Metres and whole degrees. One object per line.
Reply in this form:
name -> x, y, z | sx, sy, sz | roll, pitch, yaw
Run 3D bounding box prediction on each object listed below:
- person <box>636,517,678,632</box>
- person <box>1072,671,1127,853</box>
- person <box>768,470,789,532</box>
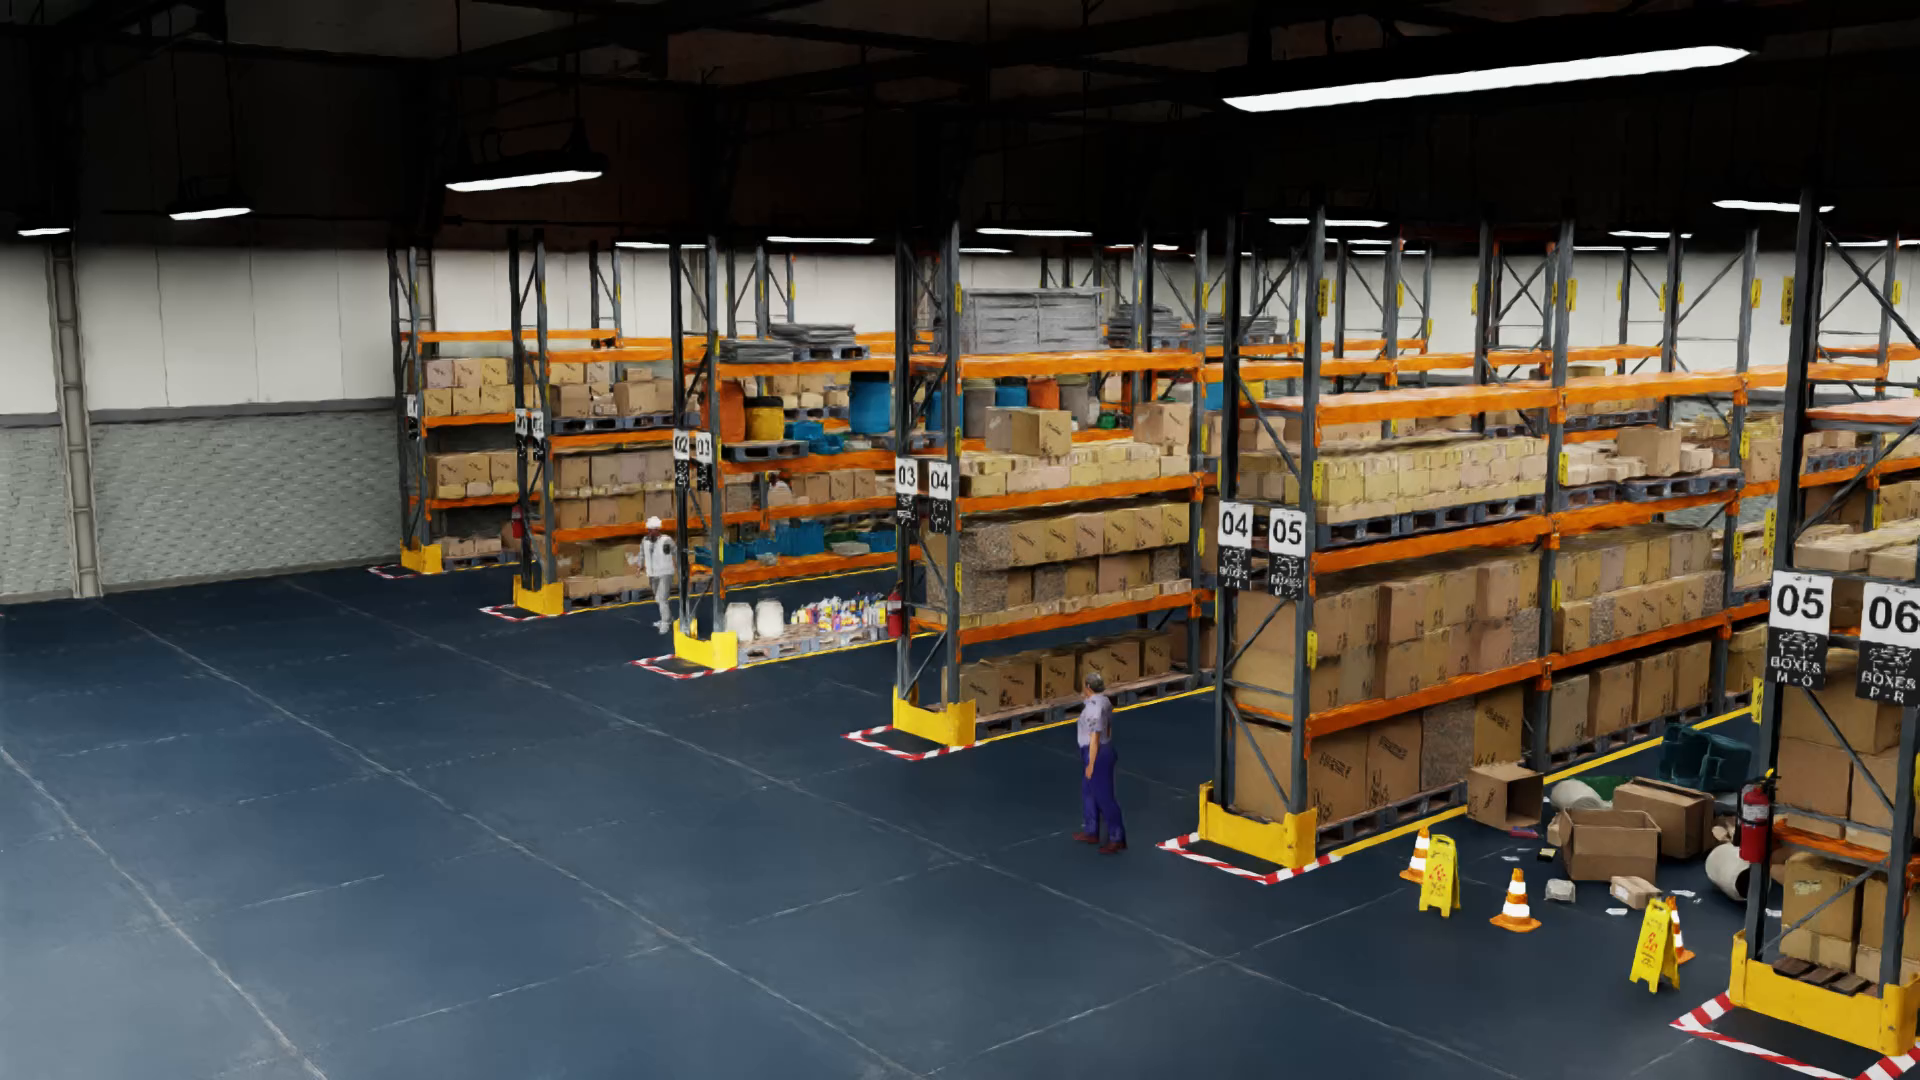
person -> -4.498, 0.490, 24.931 | 0.663, 1.720, 0.761 | 5, 10, 28
person -> 1.286, 2.029, 15.321 | 0.560, 1.641, 0.544 | 2, 9, 14
person -> -3.442, -0.533, 31.574 | 0.546, 1.741, 0.678 | -8, 12, -41
